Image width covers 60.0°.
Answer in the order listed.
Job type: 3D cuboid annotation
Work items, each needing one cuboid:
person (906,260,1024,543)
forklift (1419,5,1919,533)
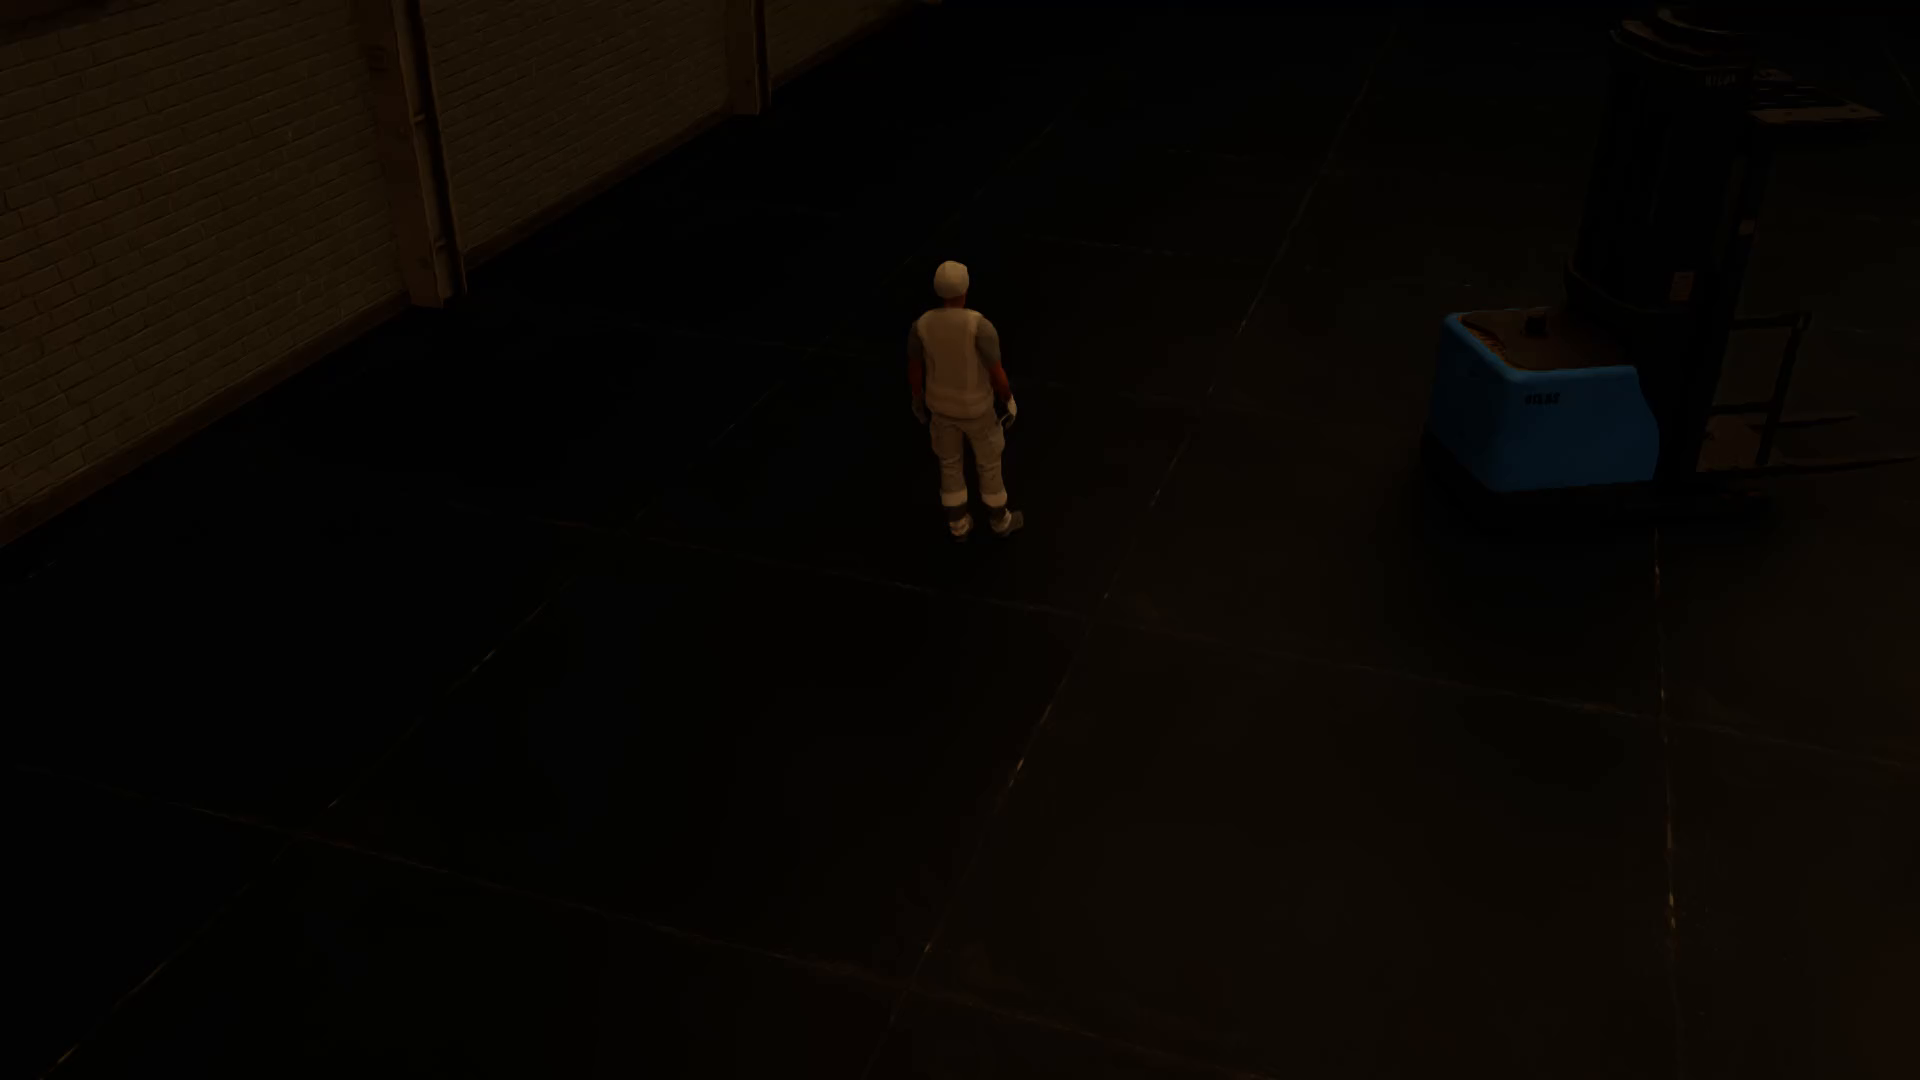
[{"bbox_3d":[0.037,-0.819,9.713,0.637,1.787,0.563,10,31,16],"label":"person"},{"bbox_3d":[4.572,-1.653,10.037,3.031,2.935,1.130,-5,30,-8],"label":"forklift"}]
